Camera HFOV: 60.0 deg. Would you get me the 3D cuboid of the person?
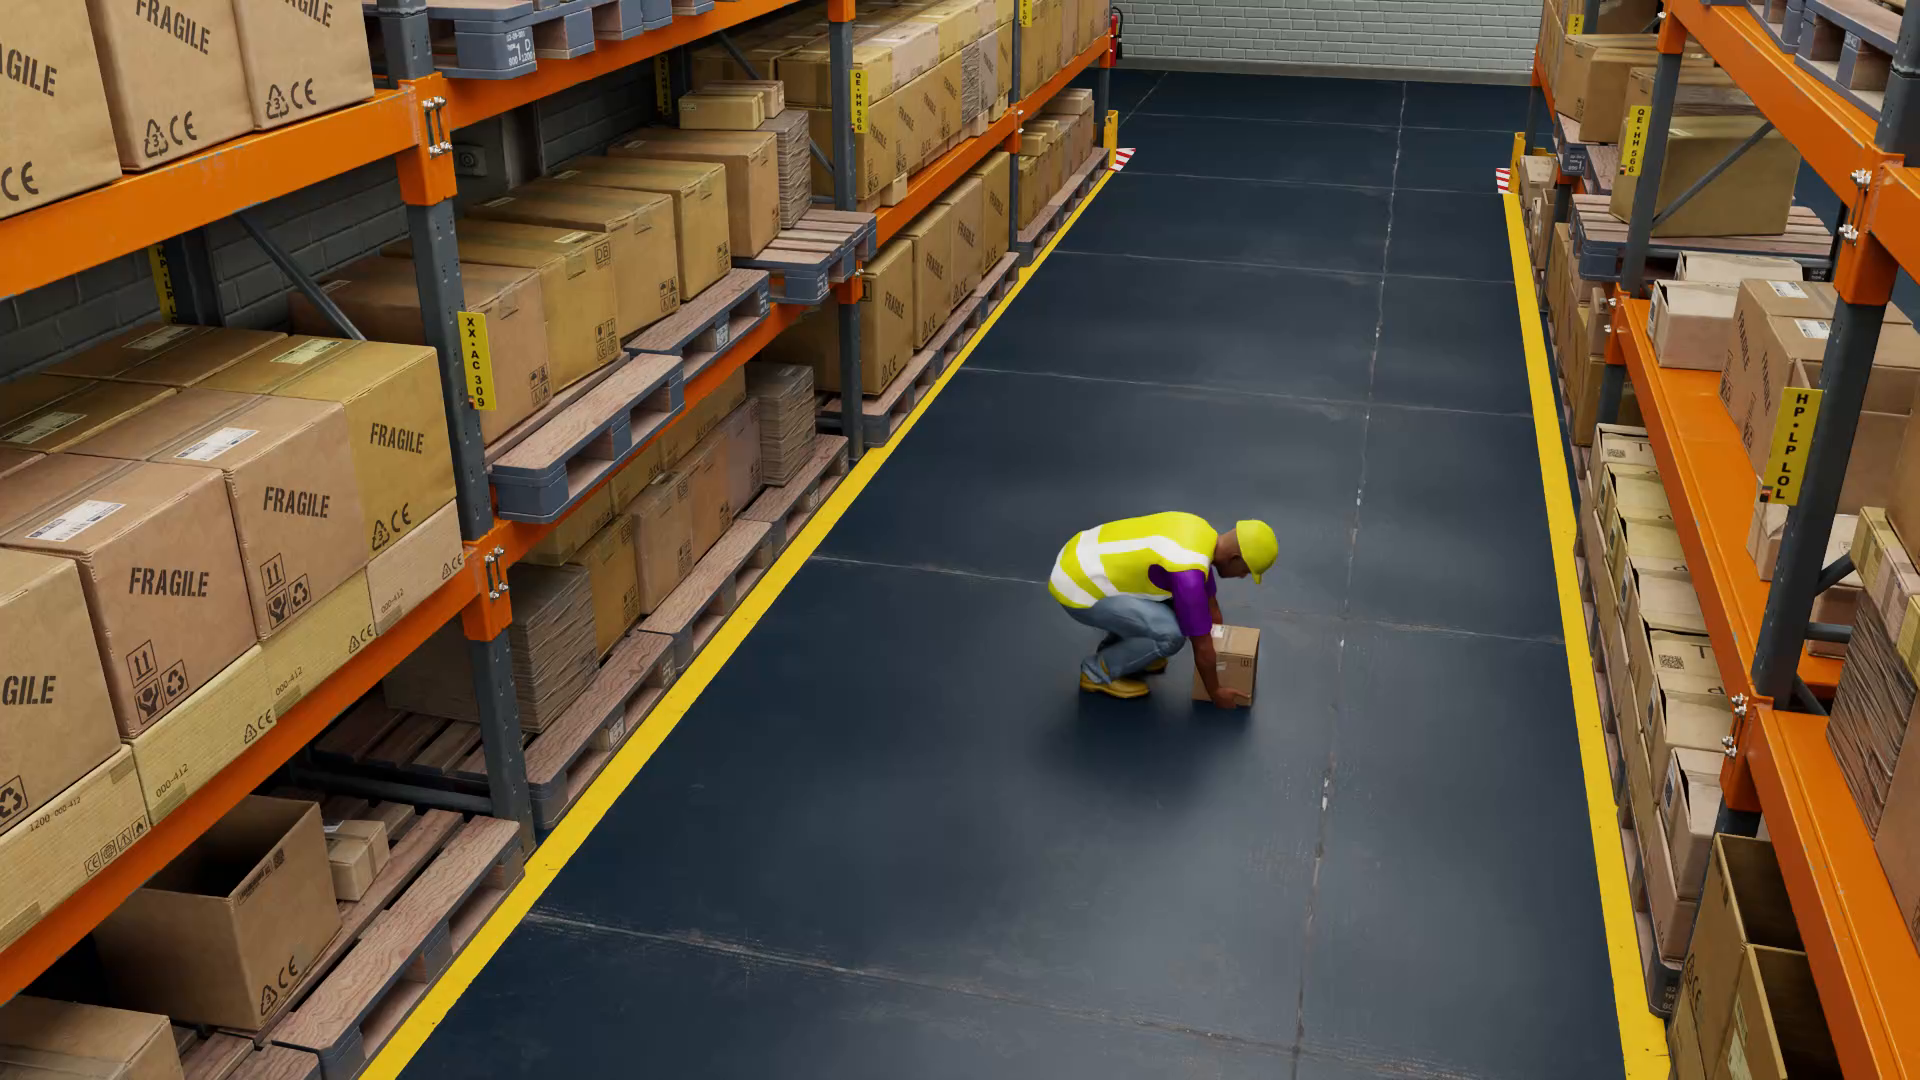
[{"bbox_3d":[0.869,0.269,7.196,0.953,0.830,0.531,6,26,12],"label":"person"}]
